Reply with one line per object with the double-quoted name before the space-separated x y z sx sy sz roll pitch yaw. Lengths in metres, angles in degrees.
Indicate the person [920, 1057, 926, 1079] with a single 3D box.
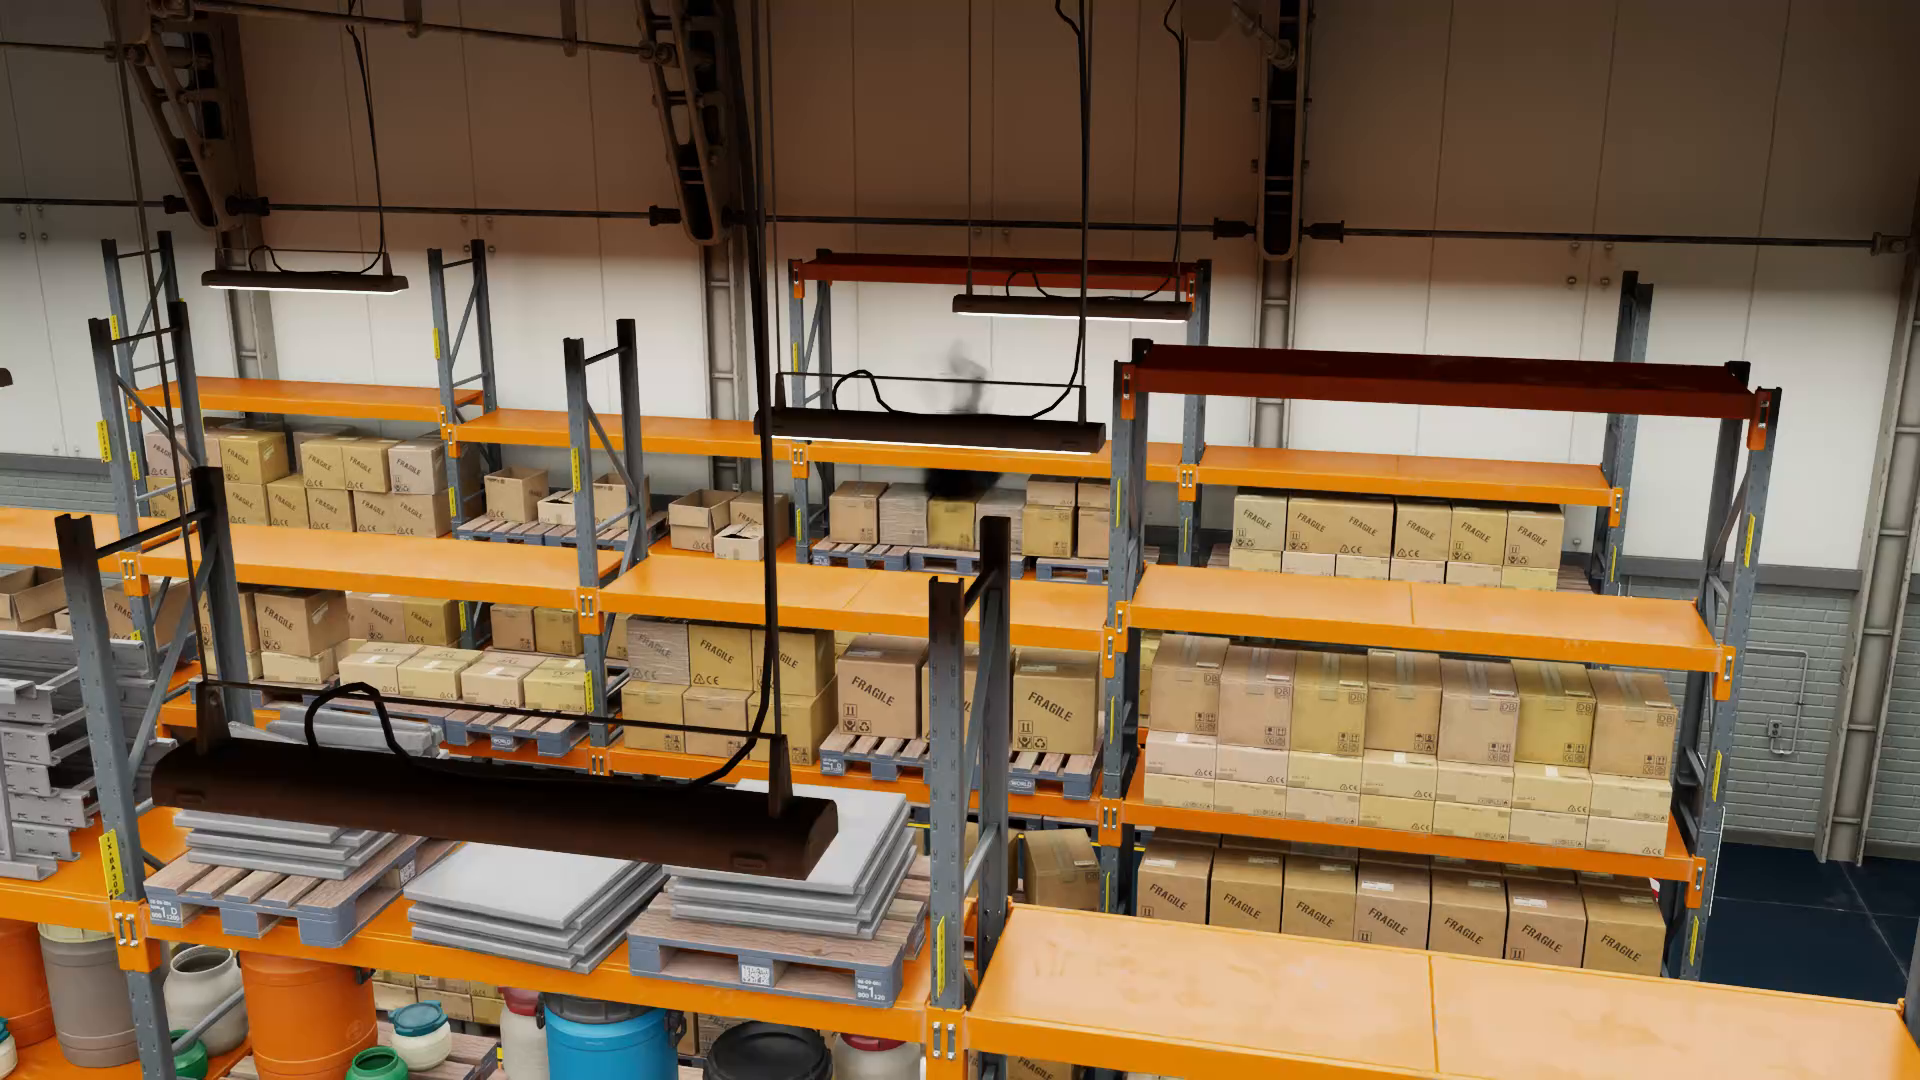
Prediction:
"person" -0.200 4.189 10.988 0.758 1.738 0.699 -1 16 -3
